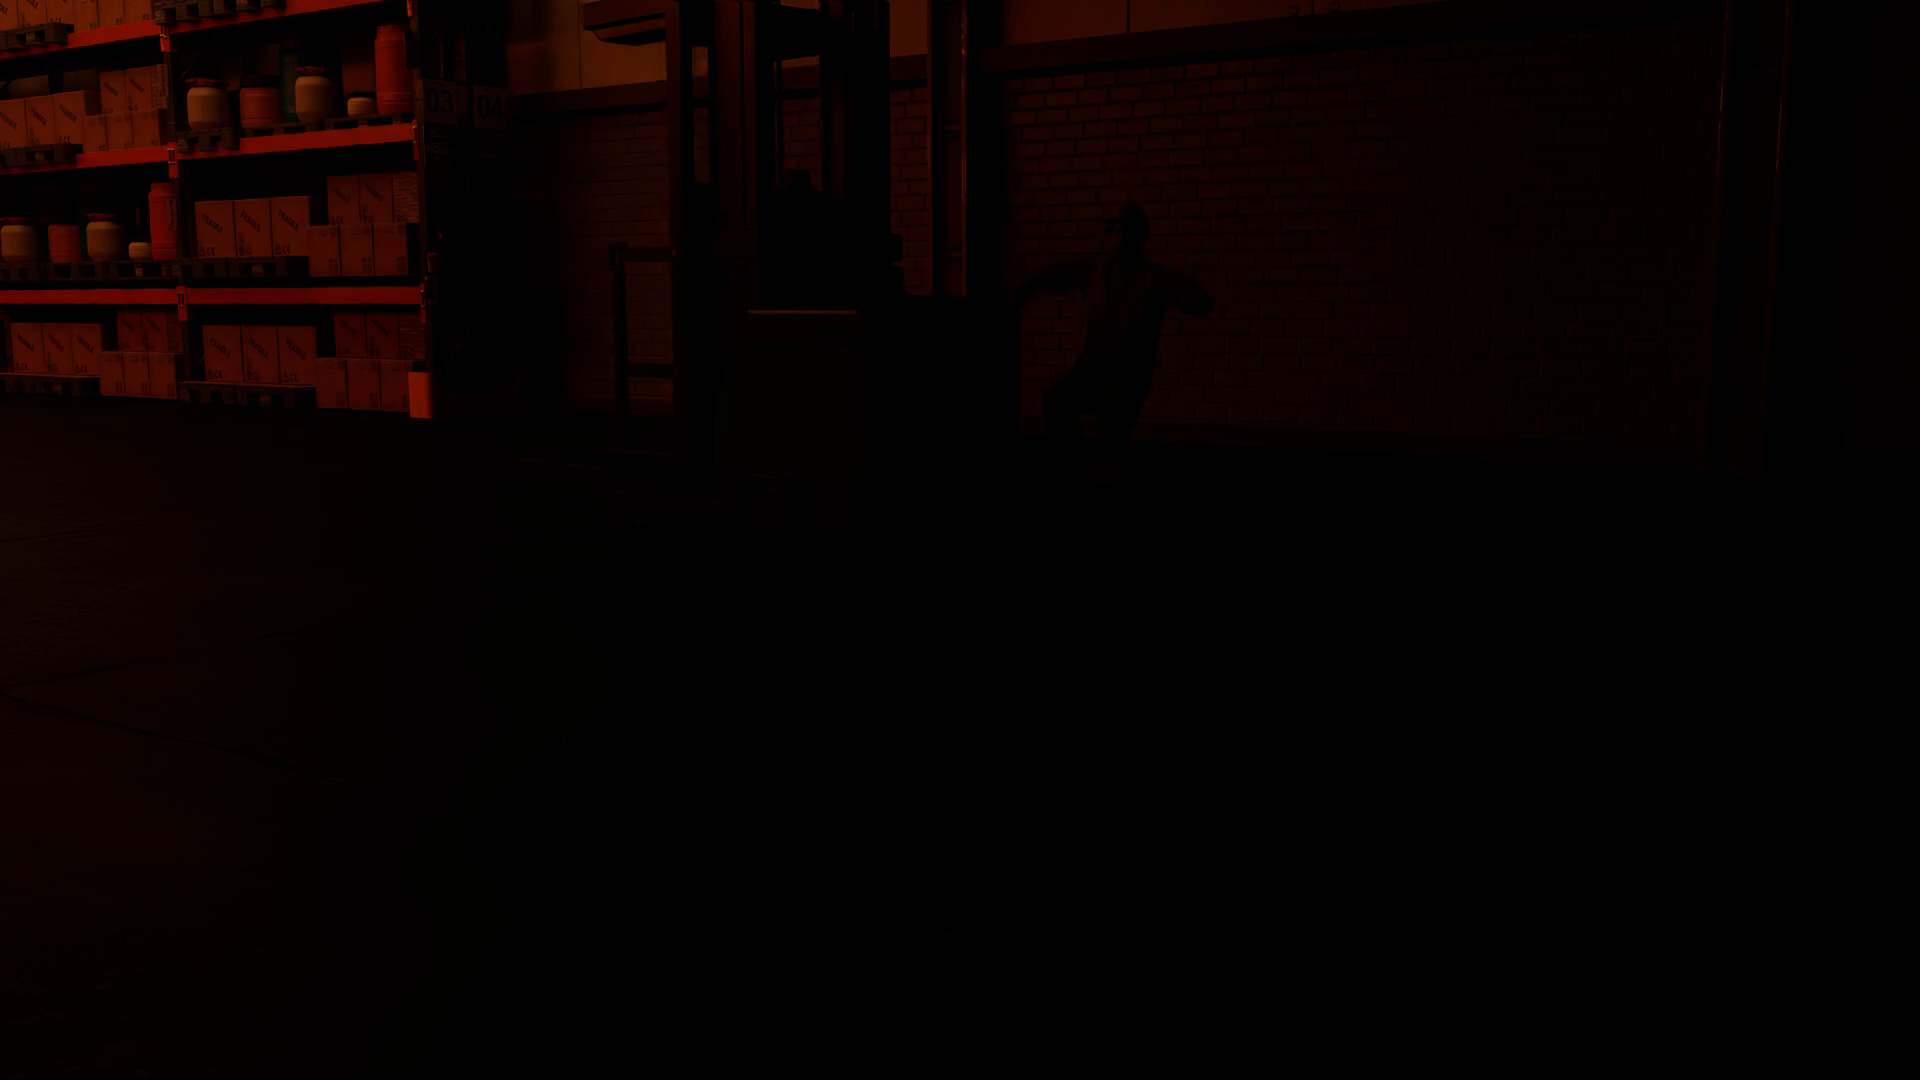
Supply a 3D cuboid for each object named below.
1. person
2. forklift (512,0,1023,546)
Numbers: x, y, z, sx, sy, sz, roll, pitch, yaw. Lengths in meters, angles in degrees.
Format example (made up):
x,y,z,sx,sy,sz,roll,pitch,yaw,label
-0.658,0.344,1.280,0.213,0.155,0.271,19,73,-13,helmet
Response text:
x,y,z,sx,sy,sz,roll,pitch,yaw,label
0.623,-0.790,7.706,1.070,1.550,0.871,2,8,16,person
-1.133,-1.572,8.249,3.031,2.935,1.130,7,11,42,forklift
